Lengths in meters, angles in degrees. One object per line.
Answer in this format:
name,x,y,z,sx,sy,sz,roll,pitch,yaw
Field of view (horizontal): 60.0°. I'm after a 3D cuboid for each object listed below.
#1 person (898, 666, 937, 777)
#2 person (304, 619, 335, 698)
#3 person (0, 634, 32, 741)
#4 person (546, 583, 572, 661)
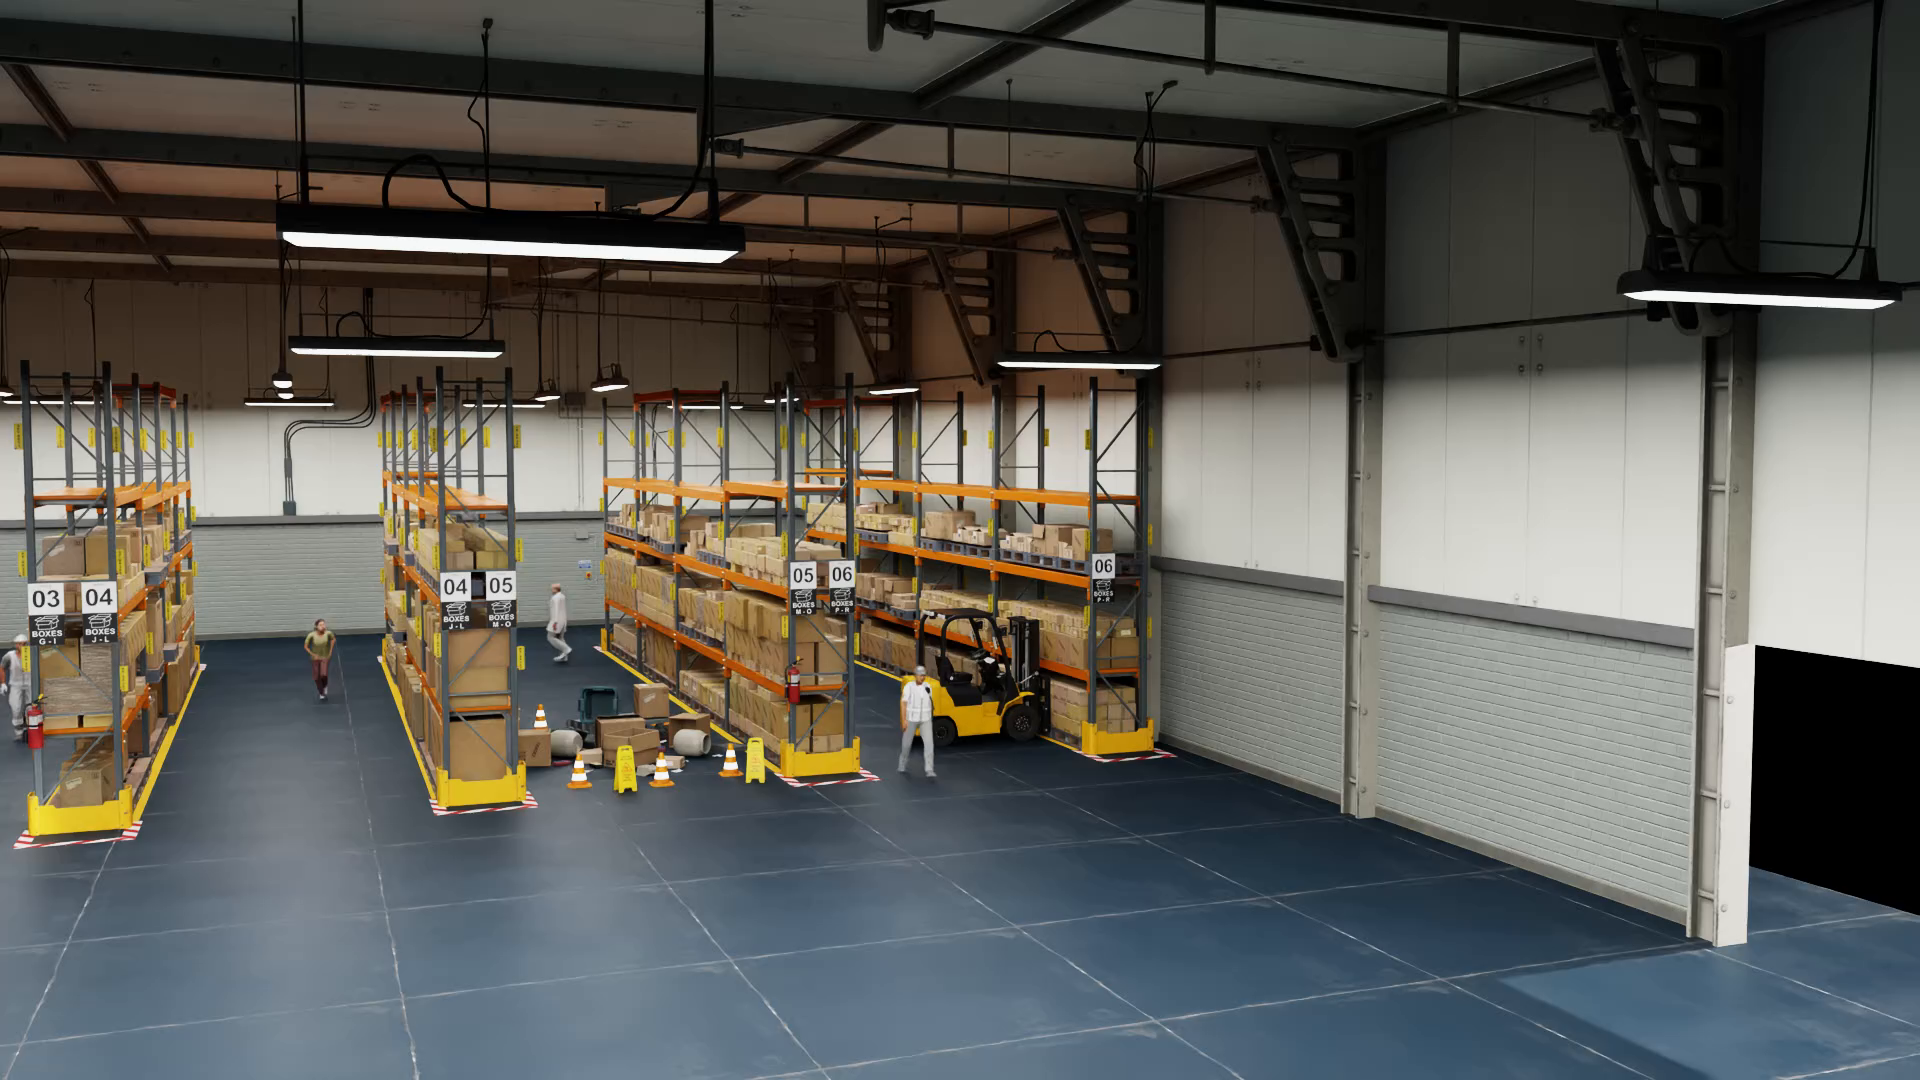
person,-0.625,2.685,24.698,0.522,1.628,0.919,-1,4,-17
person,-12.330,2.289,32.042,0.526,1.579,0.691,-1,4,-13
person,-15.775,2.448,27.923,0.624,1.764,0.703,-2,4,-35
person,-9.000,1.854,37.428,0.569,1.775,0.631,0,3,5
